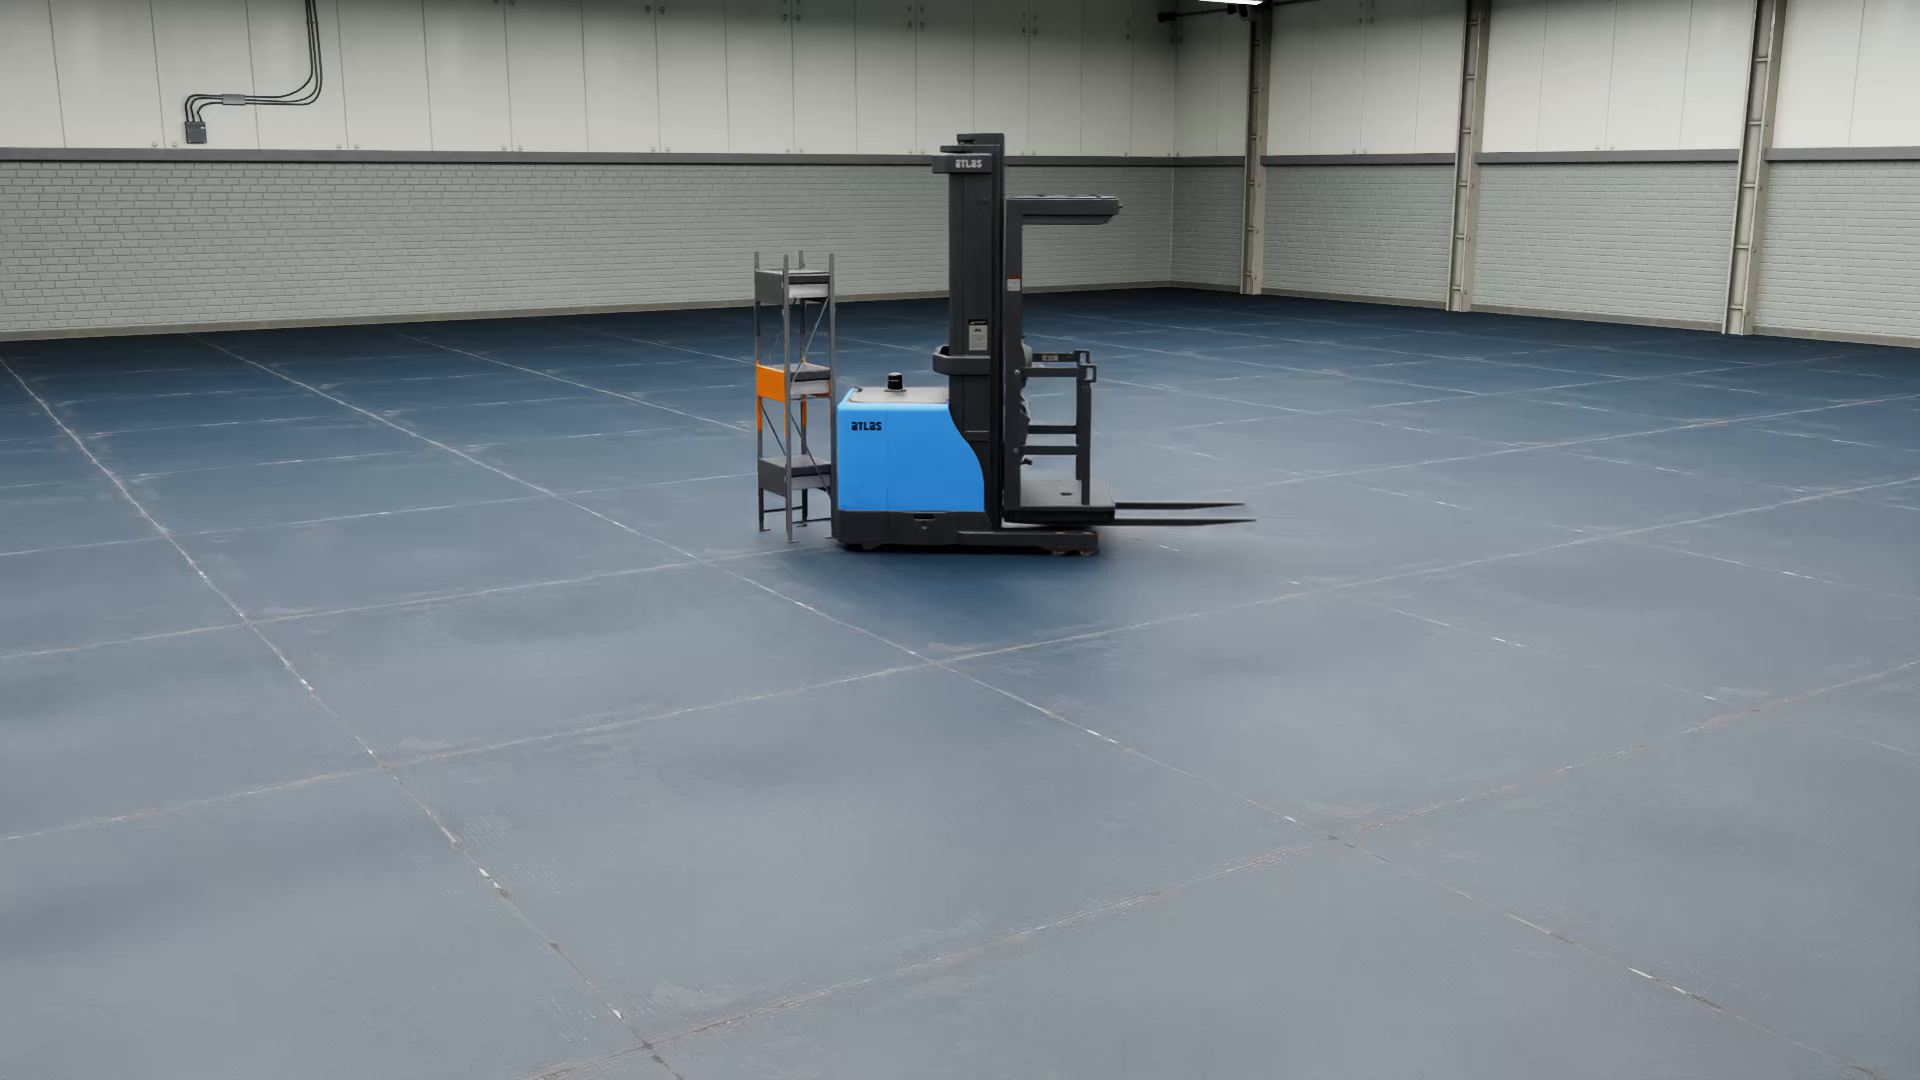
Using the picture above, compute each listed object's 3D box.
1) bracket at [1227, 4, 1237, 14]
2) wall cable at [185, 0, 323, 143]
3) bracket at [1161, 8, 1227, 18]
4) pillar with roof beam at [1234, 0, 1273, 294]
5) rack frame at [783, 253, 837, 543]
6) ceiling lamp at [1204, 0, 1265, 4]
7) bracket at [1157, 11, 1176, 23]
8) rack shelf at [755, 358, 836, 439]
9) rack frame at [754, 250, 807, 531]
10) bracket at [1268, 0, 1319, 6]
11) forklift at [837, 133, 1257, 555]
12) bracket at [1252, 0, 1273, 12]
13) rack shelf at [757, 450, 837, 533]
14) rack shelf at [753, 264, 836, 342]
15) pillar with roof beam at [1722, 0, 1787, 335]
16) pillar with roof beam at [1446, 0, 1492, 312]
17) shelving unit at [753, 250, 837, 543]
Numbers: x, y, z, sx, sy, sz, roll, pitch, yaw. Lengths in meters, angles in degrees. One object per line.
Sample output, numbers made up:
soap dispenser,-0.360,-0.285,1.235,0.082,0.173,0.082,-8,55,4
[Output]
bracket,6.176,-11.862,37.115,0.235,0.232,0.430,-8,15,-33
wall cable,-12.141,-9.806,28.179,2.305,6.003,0.169,-8,15,-33
bracket,5.191,-12.178,38.562,0.076,0.066,3.189,-8,15,-33
pillar with roof beam,3.118,-9.562,35.024,9.100,9.000,0.548,-8,15,-33
rack frame,-1.089,-1.023,12.121,0.400,2.100,0.015,-7,15,-31
ceiling lamp,4.713,-11.649,30.903,2.000,3.185,0.800,-8,15,-33
bracket,4.863,-12.284,39.043,0.235,0.232,0.430,-8,15,-33
rack shelf,-1.218,-1.056,12.326,0.431,0.518,0.480,-7,15,-31
rack frame,-1.347,-1.115,12.525,0.400,2.100,0.015,-7,15,-31
bracket,8.064,-11.256,34.345,0.076,0.066,4.783,-8,15,-33
forklift,0.639,-1.439,12.079,3.031,2.935,1.130,0,12,1
bracket,6.636,-11.714,36.440,0.235,0.232,0.430,-8,15,-33
rack shelf,-1.224,-0.373,12.478,0.431,0.518,0.480,-7,15,-31
rack shelf,-1.212,-1.739,12.174,0.431,0.518,0.480,-7,15,-31
pillar with roof beam,9.767,-7.428,25.265,9.100,9.000,0.400,-8,15,-33
pillar with roof beam,6.442,-8.495,30.145,9.100,9.000,0.400,-8,15,-33
shelving unit,-1.218,-1.069,12.323,0.431,2.100,0.503,-7,15,-31
